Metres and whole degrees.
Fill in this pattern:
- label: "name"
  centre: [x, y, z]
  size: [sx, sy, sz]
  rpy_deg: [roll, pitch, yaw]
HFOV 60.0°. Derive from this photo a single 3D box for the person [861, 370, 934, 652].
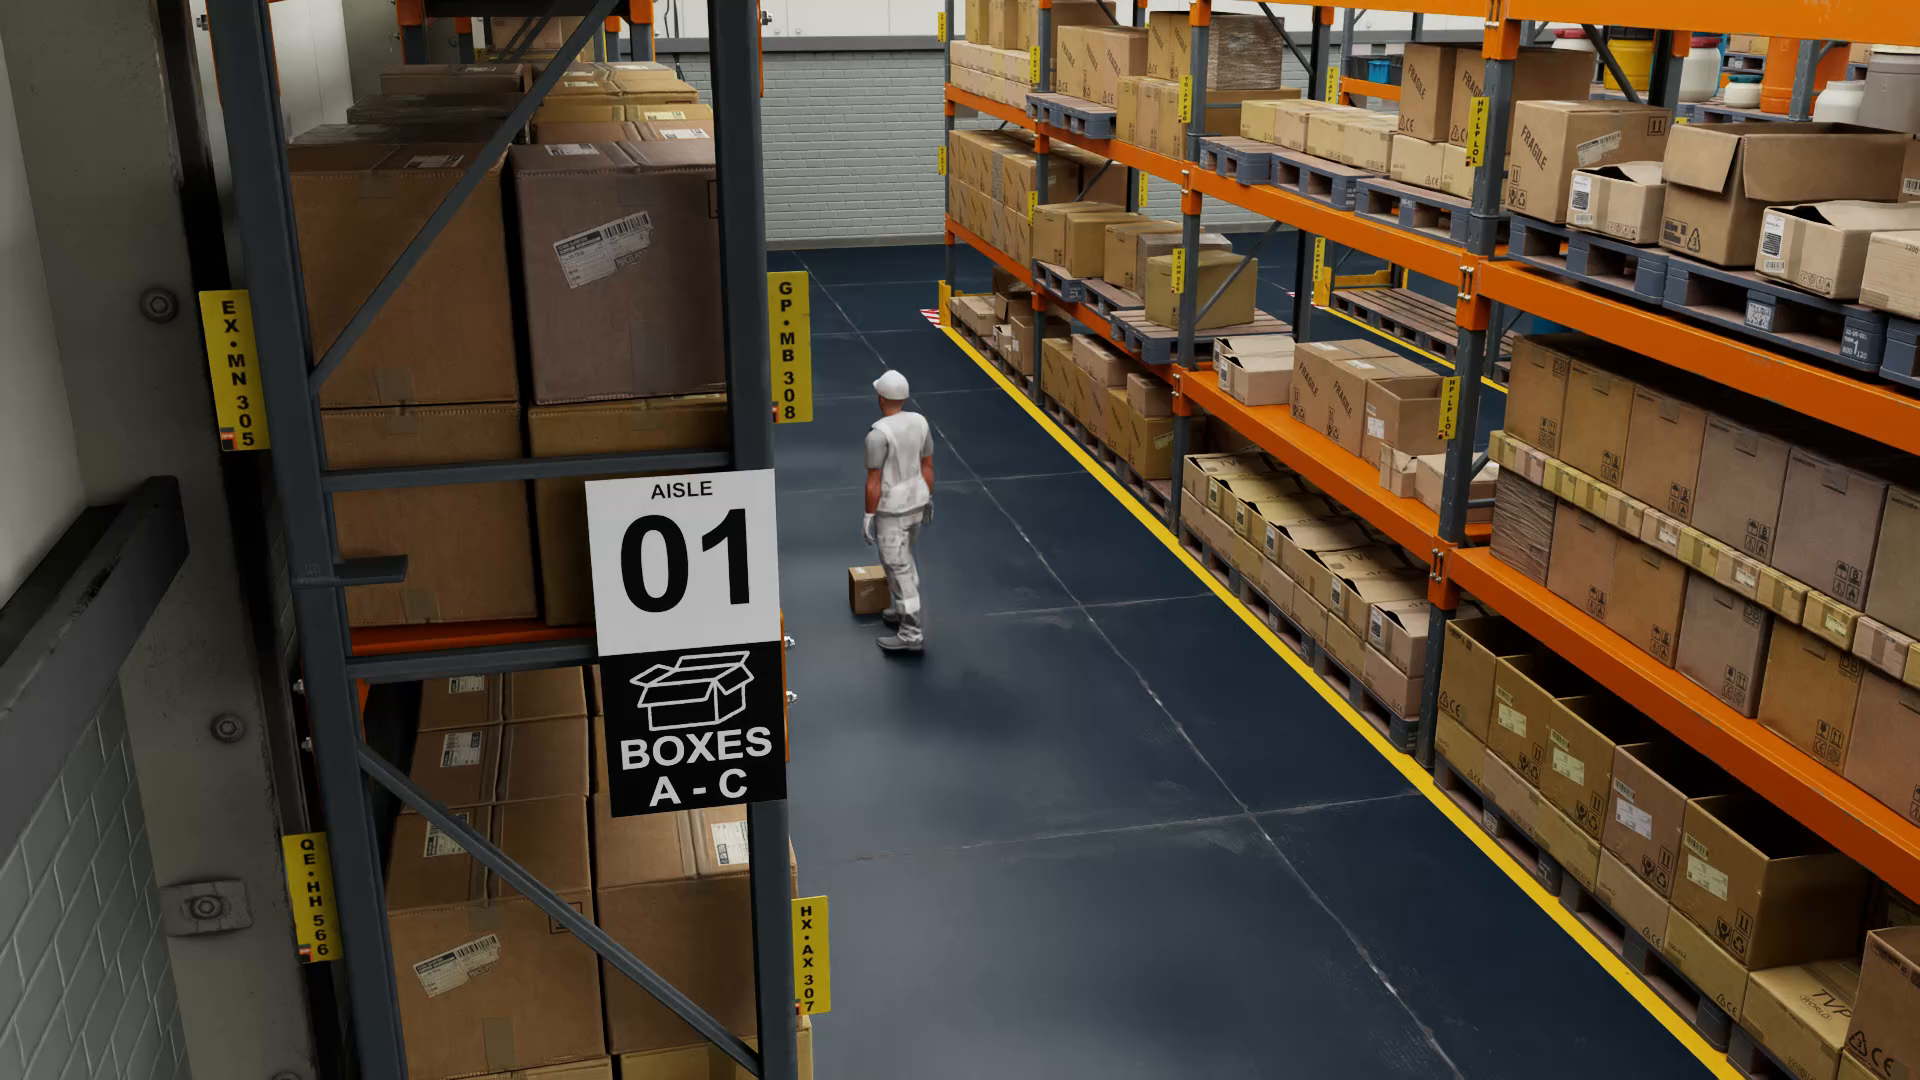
- label: "person"
  centre: [-0.431, -0.203, 10.560]
  size: [0.565, 1.779, 0.598]
  rpy_deg: [14, 24, 35]
